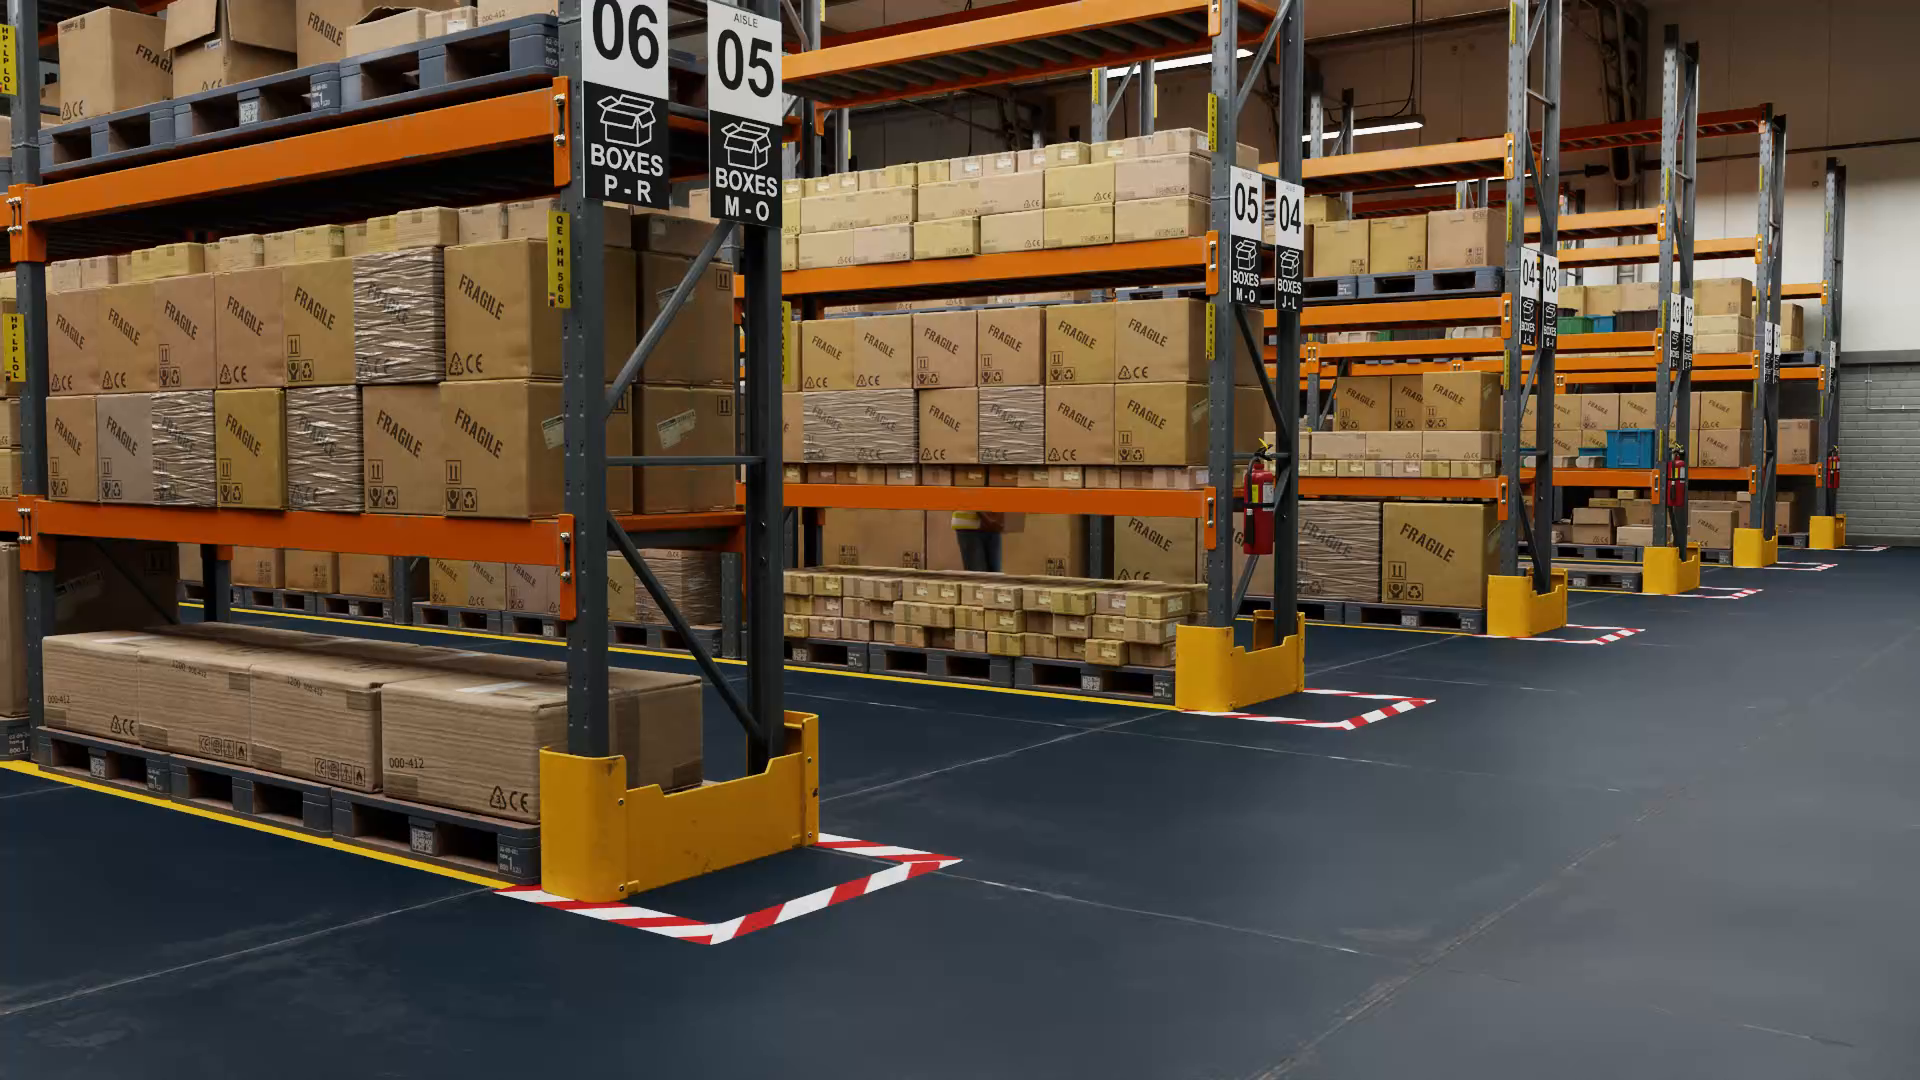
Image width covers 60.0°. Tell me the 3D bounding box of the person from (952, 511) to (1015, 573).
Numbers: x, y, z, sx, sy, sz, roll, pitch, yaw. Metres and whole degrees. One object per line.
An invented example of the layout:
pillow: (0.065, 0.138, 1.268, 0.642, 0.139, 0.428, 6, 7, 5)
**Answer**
person: (0.225, -0.059, 13.309, 0.585, 1.760, 0.504, 3, 4, 44)
